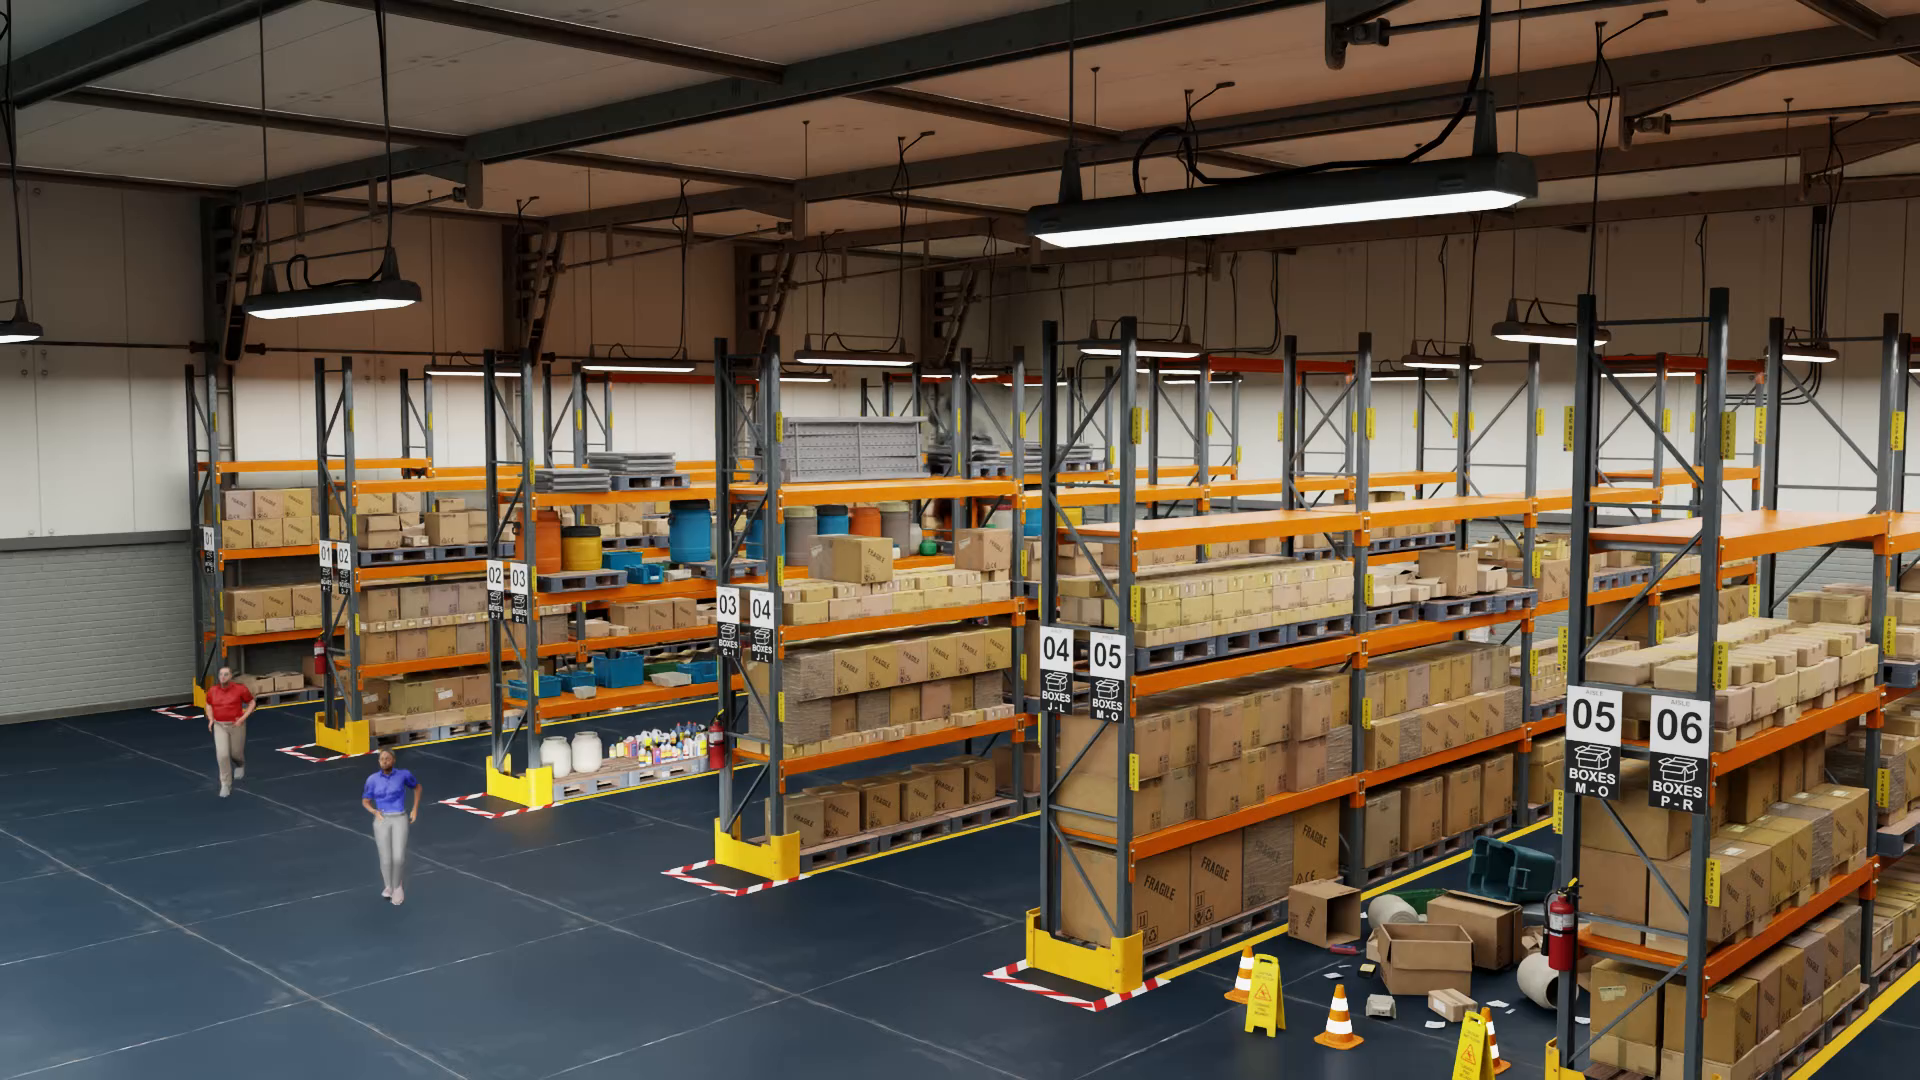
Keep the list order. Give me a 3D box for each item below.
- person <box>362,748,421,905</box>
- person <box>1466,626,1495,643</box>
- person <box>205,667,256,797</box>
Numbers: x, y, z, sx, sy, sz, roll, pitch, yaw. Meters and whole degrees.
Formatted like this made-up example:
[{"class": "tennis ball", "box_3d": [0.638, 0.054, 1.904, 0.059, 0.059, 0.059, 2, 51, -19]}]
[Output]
[{"class": "person", "box_3d": [-5.993, 3.012, 17.523, 0.576, 1.653, 0.654, -1, 4, -11]}, {"class": "person", "box_3d": [9.658, 1.919, 31.078, 0.739, 1.766, 0.879, -4, 6, -40]}, {"class": "person", "box_3d": [-9.956, 2.582, 22.713, 0.649, 1.751, 0.807, -1, 4, -12]}]
